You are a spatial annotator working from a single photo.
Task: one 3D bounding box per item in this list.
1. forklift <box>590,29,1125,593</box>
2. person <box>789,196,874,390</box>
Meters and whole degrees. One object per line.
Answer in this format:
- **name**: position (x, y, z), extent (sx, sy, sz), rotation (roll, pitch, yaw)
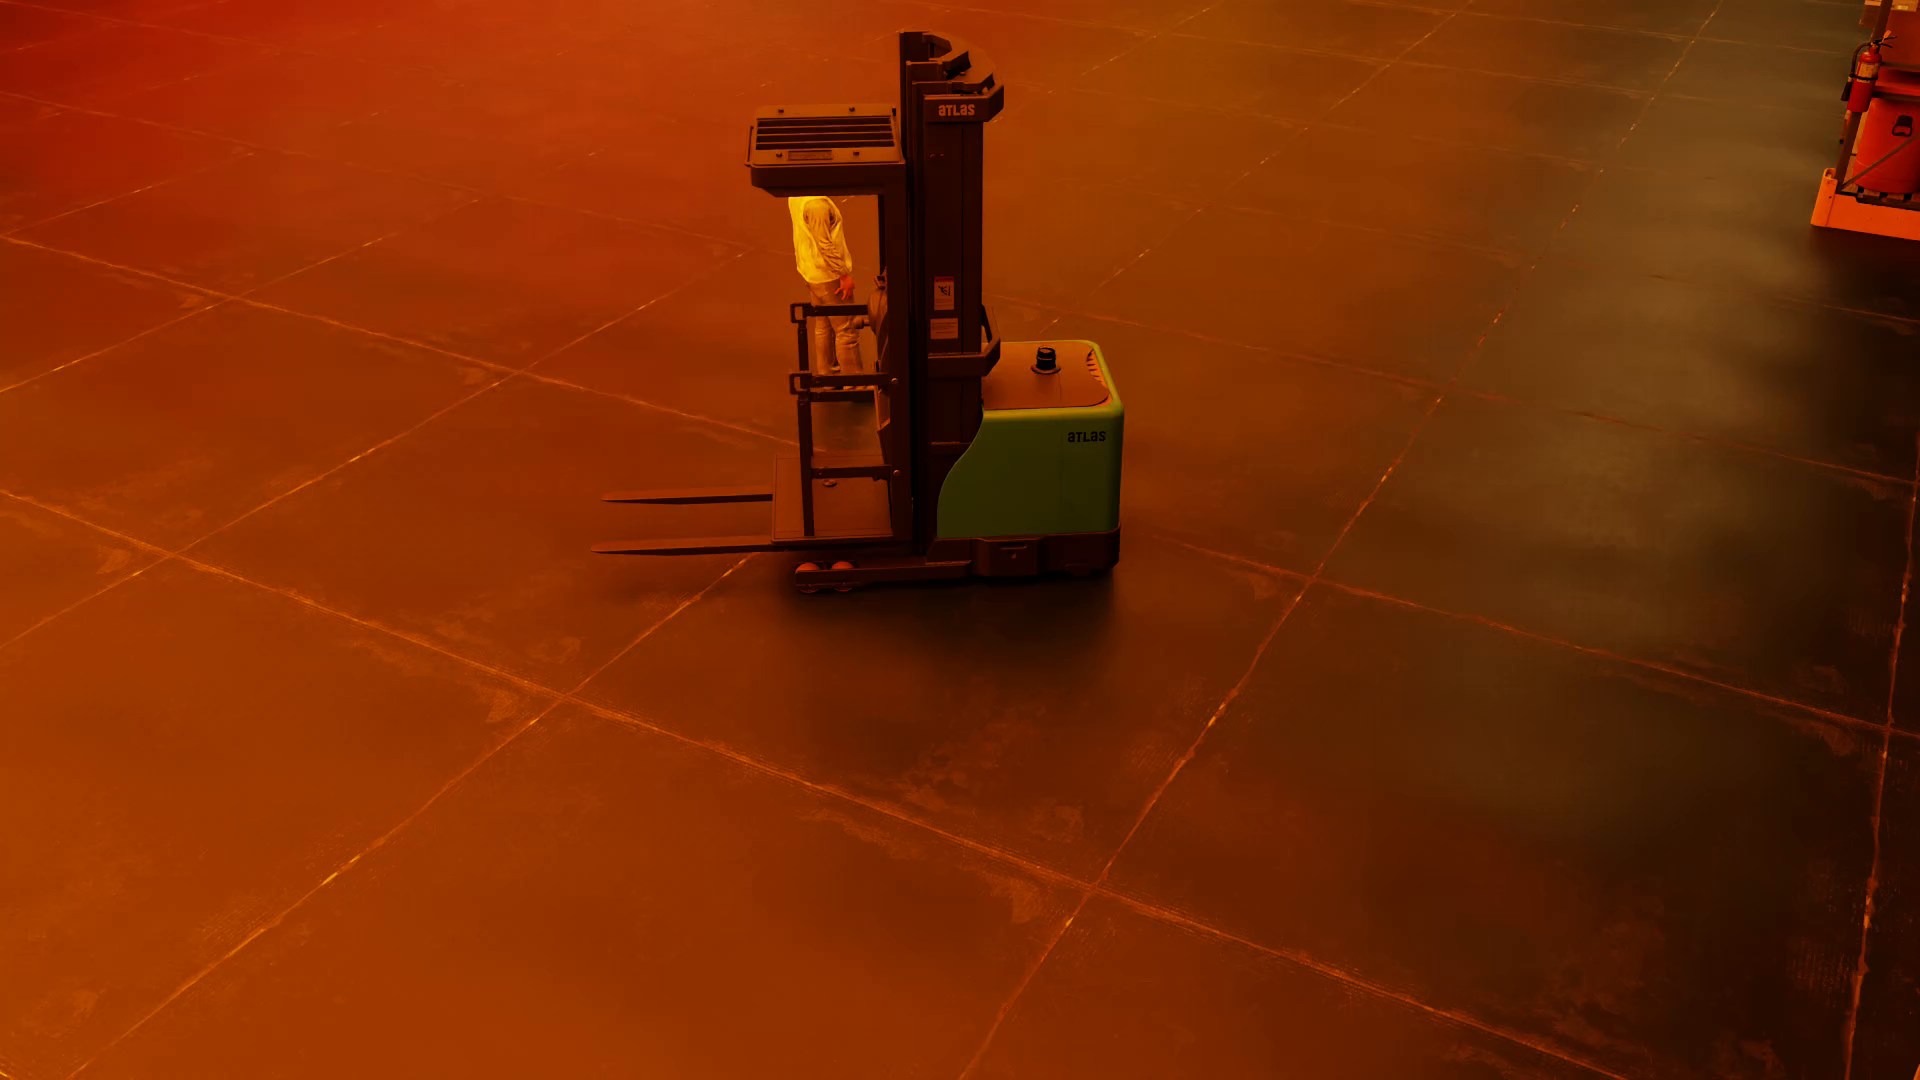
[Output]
- **forklift**: position (-0.623, -1.244, 9.226), extent (3.031, 2.935, 1.130), rotation (-2, 30, -4)
- **person**: position (-0.853, -1.858, 11.433), extent (0.569, 1.773, 0.630), rotation (-12, 32, -20)
